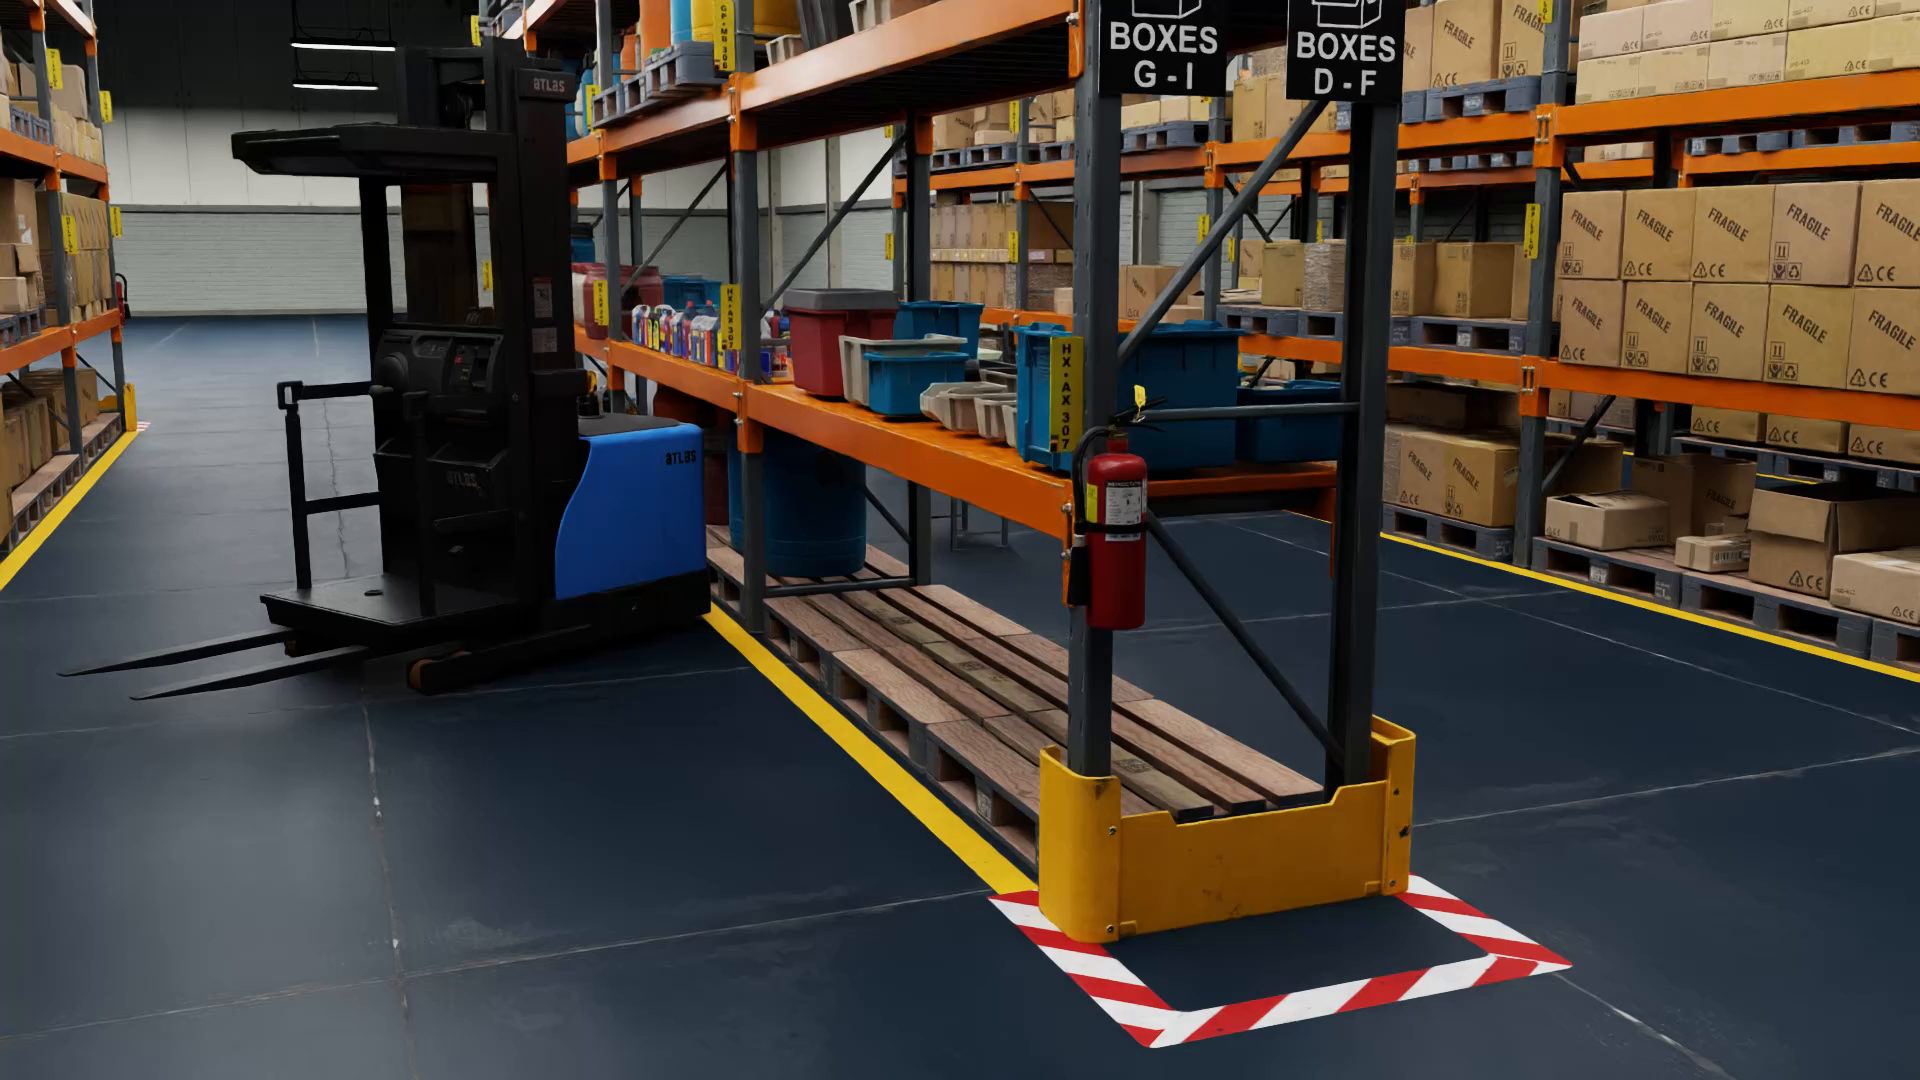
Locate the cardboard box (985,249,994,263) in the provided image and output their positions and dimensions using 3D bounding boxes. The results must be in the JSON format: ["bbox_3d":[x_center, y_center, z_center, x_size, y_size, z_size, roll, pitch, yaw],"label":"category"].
[{"bbox_3d":[0.498,-3.166,18.518,0.380,0.149,0.250,-4,11,-21],"label":"cardboard box"}]

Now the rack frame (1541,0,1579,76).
[{"bbox_3d":[3.976,-4.289,9.836,1.000,3.000,0.127,-4,11,-21],"label":"rack frame"}]

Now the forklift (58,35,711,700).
[{"bbox_3d":[-2.619,-0.839,7.767,1.130,2.935,3.031,8,13,37],"label":"forklift"}]

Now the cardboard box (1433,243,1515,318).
[{"bbox_3d":[3.705,-1.791,11.439,0.700,0.500,0.500,-2,10,-12],"label":"cardboard box"}]

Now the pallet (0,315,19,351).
[{"bbox_3d":[-7.065,-1.375,11.134,1.213,0.211,1.003,-4,11,-21],"label":"pallet"}]

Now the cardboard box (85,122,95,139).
[{"bbox_3d":[-8.916,-4.113,16.700,0.380,0.149,0.250,-4,11,-21],"label":"cardboard box"}]

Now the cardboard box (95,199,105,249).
[{"bbox_3d":[-8.990,-3.198,16.846,0.500,0.500,0.500,-4,11,-21],"label":"cardboard box"}]

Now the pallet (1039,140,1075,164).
[{"bbox_3d":[1.409,-3.881,16.652,0.805,0.209,1.217,-4,11,-23],"label":"pallet"}]

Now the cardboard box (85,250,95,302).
[{"bbox_3d":[-8.829,-2.529,15.940,0.875,0.500,0.500,-4,11,-21],"label":"cardboard box"}]

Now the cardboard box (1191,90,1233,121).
[{"bbox_3d":[2.310,-3.668,14.142,0.500,0.250,0.500,-5,11,-25],"label":"cardboard box"}]

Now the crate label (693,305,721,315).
[{"bbox_3d":[-1.895,-1.685,12.803,0.303,0.233,0.416,-4,11,-21],"label":"crate label"}]

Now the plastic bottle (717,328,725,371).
[{"bbox_3d":[-1.280,-1.126,9.329,0.144,0.351,0.185,-4,11,-21],"label":"plastic bottle"}]

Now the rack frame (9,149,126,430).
[{"bbox_3d":[-9.607,-2.666,17.842,1.000,3.000,0.127,-4,11,-21],"label":"rack frame"}]

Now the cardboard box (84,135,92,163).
[{"bbox_3d":[-8.834,-3.841,16.310,0.500,0.250,0.500,-4,11,-20],"label":"cardboard box"}]

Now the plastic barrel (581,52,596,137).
[{"bbox_3d":[-3.154,-3.982,15.243,0.600,0.901,0.708,-4,11,-21],"label":"plastic barrel"}]

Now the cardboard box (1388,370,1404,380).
[{"bbox_3d":[5.280,-2.109,20.592,0.500,0.500,0.500,-5,11,-25],"label":"cardboard box"}]

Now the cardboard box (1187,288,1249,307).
[{"bbox_3d":[2.383,-2.103,14.930,0.500,0.311,0.500,-4,11,-22],"label":"cardboard box"}]

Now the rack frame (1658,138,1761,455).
[{"bbox_3d":[7.142,-2.303,15.803,1.000,3.000,0.127,-4,11,-21],"label":"rack frame"}]

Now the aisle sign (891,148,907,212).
[{"bbox_3d":[-0.681,-4.565,21.096,0.394,0.787,0.004,-4,11,-21],"label":"aisle sign"}]

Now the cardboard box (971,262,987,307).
[{"bbox_3d":[0.535,-2.930,19.042,0.700,0.500,0.500,-4,11,-20],"label":"cardboard box"}]

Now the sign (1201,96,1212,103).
[{"bbox_3d":[2.007,-3.725,13.527,0.100,0.325,0.005,-4,11,-21],"label":"sign"}]

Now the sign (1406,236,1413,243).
[{"bbox_3d":[5.190,-3.347,19.197,0.100,0.325,0.005,-4,11,-21],"label":"sign"}]

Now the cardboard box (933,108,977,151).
[{"bbox_3d":[-0.025,-4.807,19.431,0.500,0.500,0.500,-4,11,-21],"label":"cardboard box"}]

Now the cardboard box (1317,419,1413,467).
[{"bbox_3d":[2.991,-0.629,12.275,0.500,0.500,0.500,-4,11,-23],"label":"cardboard box"}]

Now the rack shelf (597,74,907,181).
[{"bbox_3d":[-1.366,-2.471,10.233,1.077,0.370,4.000,-4,11,-21],"label":"rack shelf"}]

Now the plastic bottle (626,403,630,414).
[{"bbox_3d":[-3.321,-1.279,16.781,0.097,0.201,0.097,0,10,0],"label":"plastic bottle"}]

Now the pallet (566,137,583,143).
[{"bbox_3d":[-3.893,-3.823,16.320,1.213,0.211,1.003,-4,11,-21],"label":"pallet"}]

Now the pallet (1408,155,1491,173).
[{"bbox_3d":[5.817,-4.233,18.623,1.213,0.211,1.003,-4,11,-21],"label":"pallet"}]

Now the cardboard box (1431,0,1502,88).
[{"bbox_3d":[3.599,-3.312,11.138,0.600,0.600,0.600,-4,11,-22],"label":"cardboard box"}]

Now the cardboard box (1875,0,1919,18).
[{"bbox_3d":[4.643,-2.563,7.697,0.500,0.250,0.500,-4,11,-21],"label":"cardboard box"}]

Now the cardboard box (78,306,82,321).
[{"bbox_3d":[-8.249,-2.064,15.178,0.380,0.149,0.250,-4,11,-21],"label":"cardboard box"}]

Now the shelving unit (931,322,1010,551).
[{"bbox_3d":[-0.002,-0.739,11.295,0.431,1.500,0.755,-4,11,-21],"label":"shelving unit"}]

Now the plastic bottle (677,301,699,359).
[{"bbox_3d":[-1.679,-1.306,10.340,0.144,0.351,0.185,-4,11,-21],"label":"plastic bottle"}]

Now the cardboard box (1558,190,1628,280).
[{"bbox_3d":[3.885,-1.782,9.732,0.500,0.500,0.500,-4,11,-19],"label":"cardboard box"}]

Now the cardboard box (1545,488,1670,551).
[{"bbox_3d":[3.927,-0.146,10.096,0.500,0.311,0.500,-4,11,-21],"label":"cardboard box"}]

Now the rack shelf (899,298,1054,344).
[{"bbox_3d":[0.353,-2.613,19.601,1.077,0.370,4.000,-4,11,-21],"label":"rack shelf"}]

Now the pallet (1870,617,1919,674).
[{"bbox_3d":[5.109,0.548,7.736,1.003,0.211,1.213,-4,11,-21],"label":"pallet"}]

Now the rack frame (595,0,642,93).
[{"bbox_3d":[-2.091,-4.628,11.743,1.000,3.000,0.127,-4,11,-21],"label":"rack frame"}]

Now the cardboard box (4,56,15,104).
[{"bbox_3d":[-8.079,-3.664,13.396,0.797,0.503,0.637,-4,11,-24],"label":"cardboard box"}]

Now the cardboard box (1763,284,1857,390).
[{"bbox_3d":[4.460,-1.036,8.393,0.500,0.500,0.500,-4,11,-22],"label":"cardboard box"}]

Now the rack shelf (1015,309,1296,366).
[{"bbox_3d":[1.802,-1.960,15.930,1.077,0.370,4.000,-4,11,-21],"label":"rack shelf"}]

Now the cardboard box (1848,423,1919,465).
[{"bbox_3d":[7.910,-1.041,13.648,0.750,0.750,0.750,-4,11,-19],"label":"cardboard box"}]

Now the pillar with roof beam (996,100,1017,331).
[{"bbox_3d":[-3.058,-8.189,31.760,9.100,9.000,0.548,-4,11,-21],"label":"pillar with roof beam"}]

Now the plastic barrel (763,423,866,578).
[{"bbox_3d":[-0.823,-0.285,9.250,0.600,0.901,0.708,-4,11,-21],"label":"plastic barrel"}]

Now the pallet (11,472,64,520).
[{"bbox_3d":[-7.428,-0.314,12.581,1.003,0.211,1.213,-4,11,-21],"label":"pallet"}]

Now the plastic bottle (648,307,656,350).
[{"bbox_3d":[-2.062,-1.426,11.202,0.061,0.283,0.133,-4,11,-21],"label":"plastic bottle"}]

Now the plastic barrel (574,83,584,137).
[{"bbox_3d":[-3.514,-4.149,16.095,0.421,0.512,0.421,0,10,0],"label":"plastic barrel"}]

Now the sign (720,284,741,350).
[{"bbox_3d":[-1.155,-1.123,8.379,0.100,0.325,0.005,-4,11,-21],"label":"sign"}]

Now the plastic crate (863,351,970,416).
[{"bbox_3d":[-0.175,-0.635,6.730,0.416,0.233,0.300,-4,11,-21],"label":"plastic crate"}]

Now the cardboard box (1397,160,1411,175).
[{"bbox_3d":[5.279,-4.559,19.578,0.500,0.500,0.500,-4,11,-19],"label":"cardboard box"}]

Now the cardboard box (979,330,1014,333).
[{"bbox_3d":[0.476,-2.285,20.213,0.500,0.500,0.500,-4,11,-21],"label":"cardboard box"}]

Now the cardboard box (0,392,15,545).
[{"bbox_3d":[-6.477,-0.407,10.010,1.225,0.875,0.875,-4,11,-24],"label":"cardboard box"}]

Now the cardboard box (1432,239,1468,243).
[{"bbox_3d":[5.717,-3.351,19.925,0.500,0.500,0.500,-4,11,-22],"label":"cardboard box"}]
